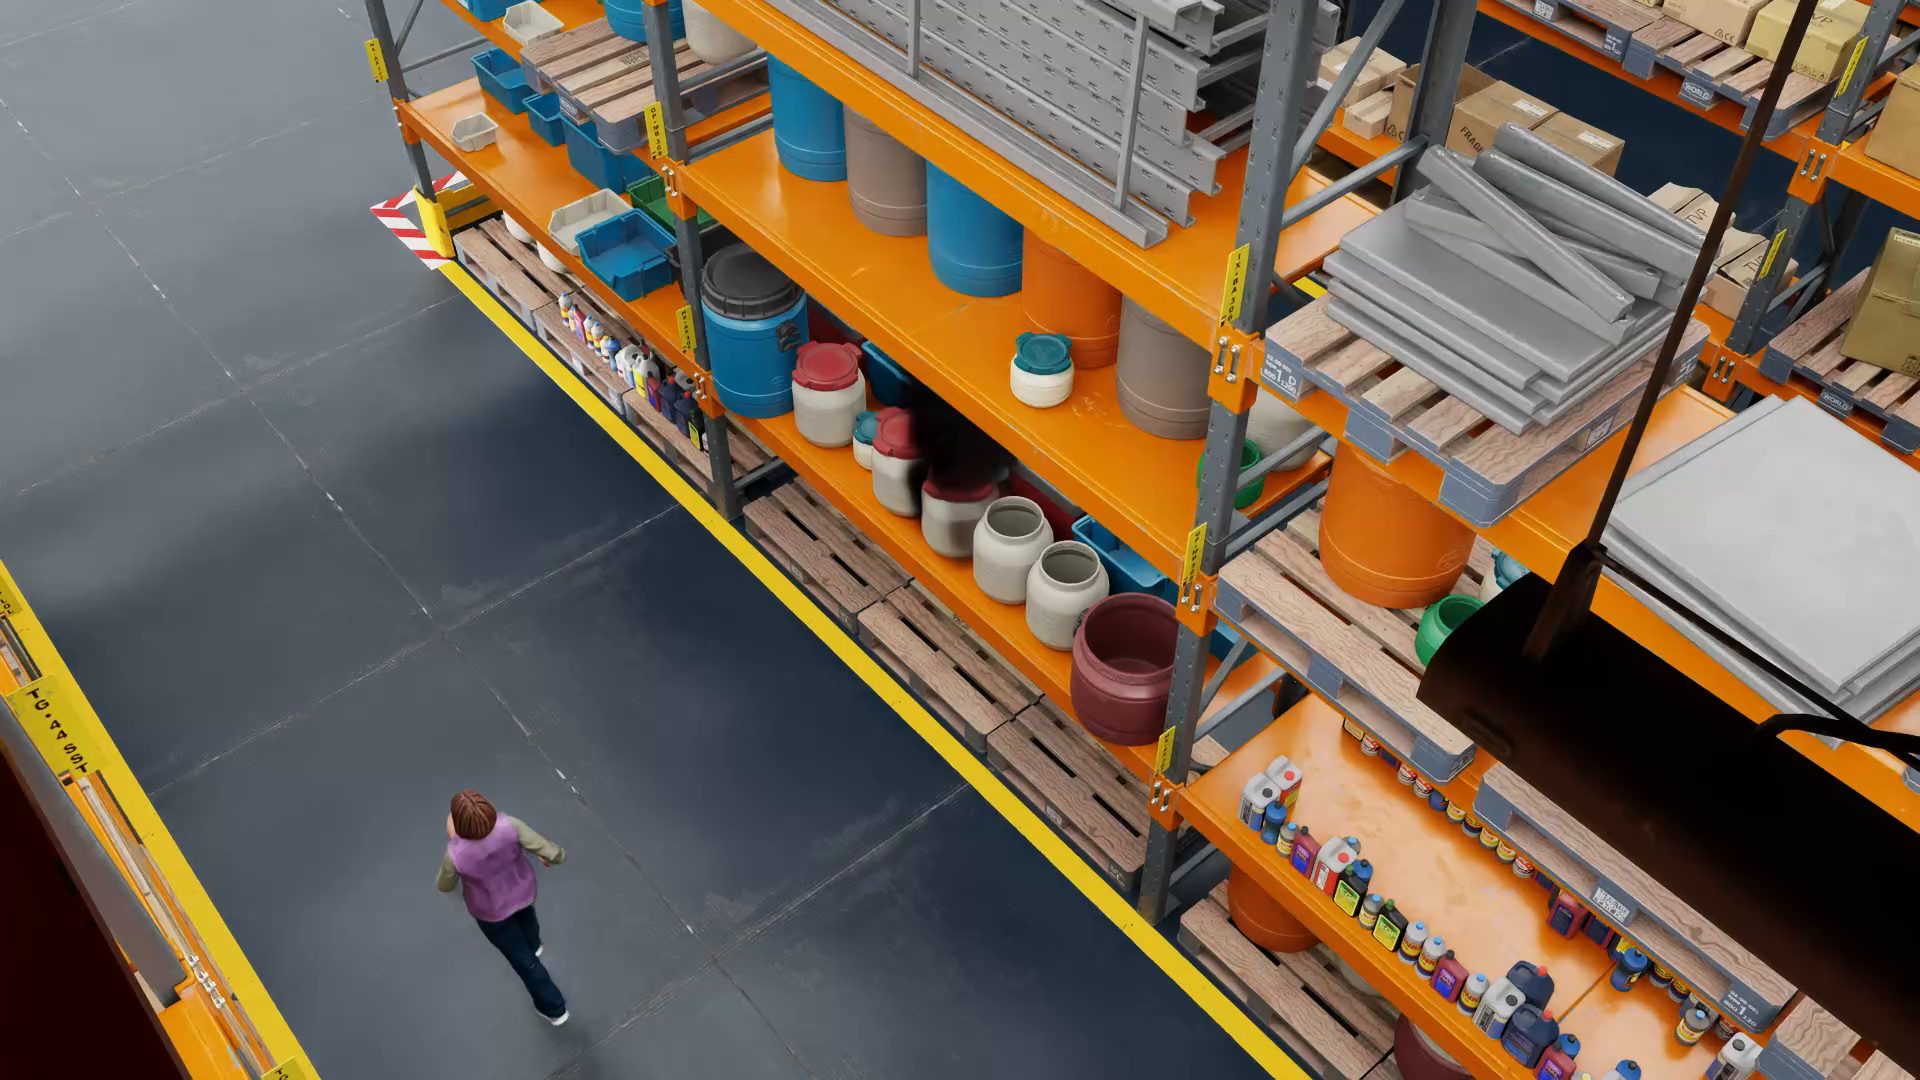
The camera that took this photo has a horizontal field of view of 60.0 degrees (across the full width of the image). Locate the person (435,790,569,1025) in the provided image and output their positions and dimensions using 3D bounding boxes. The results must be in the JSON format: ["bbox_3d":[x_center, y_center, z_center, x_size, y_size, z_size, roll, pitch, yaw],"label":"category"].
[{"bbox_3d":[-2.144,1.700,7.868,0.700,1.670,0.511,36,56,29],"label":"person"}]
